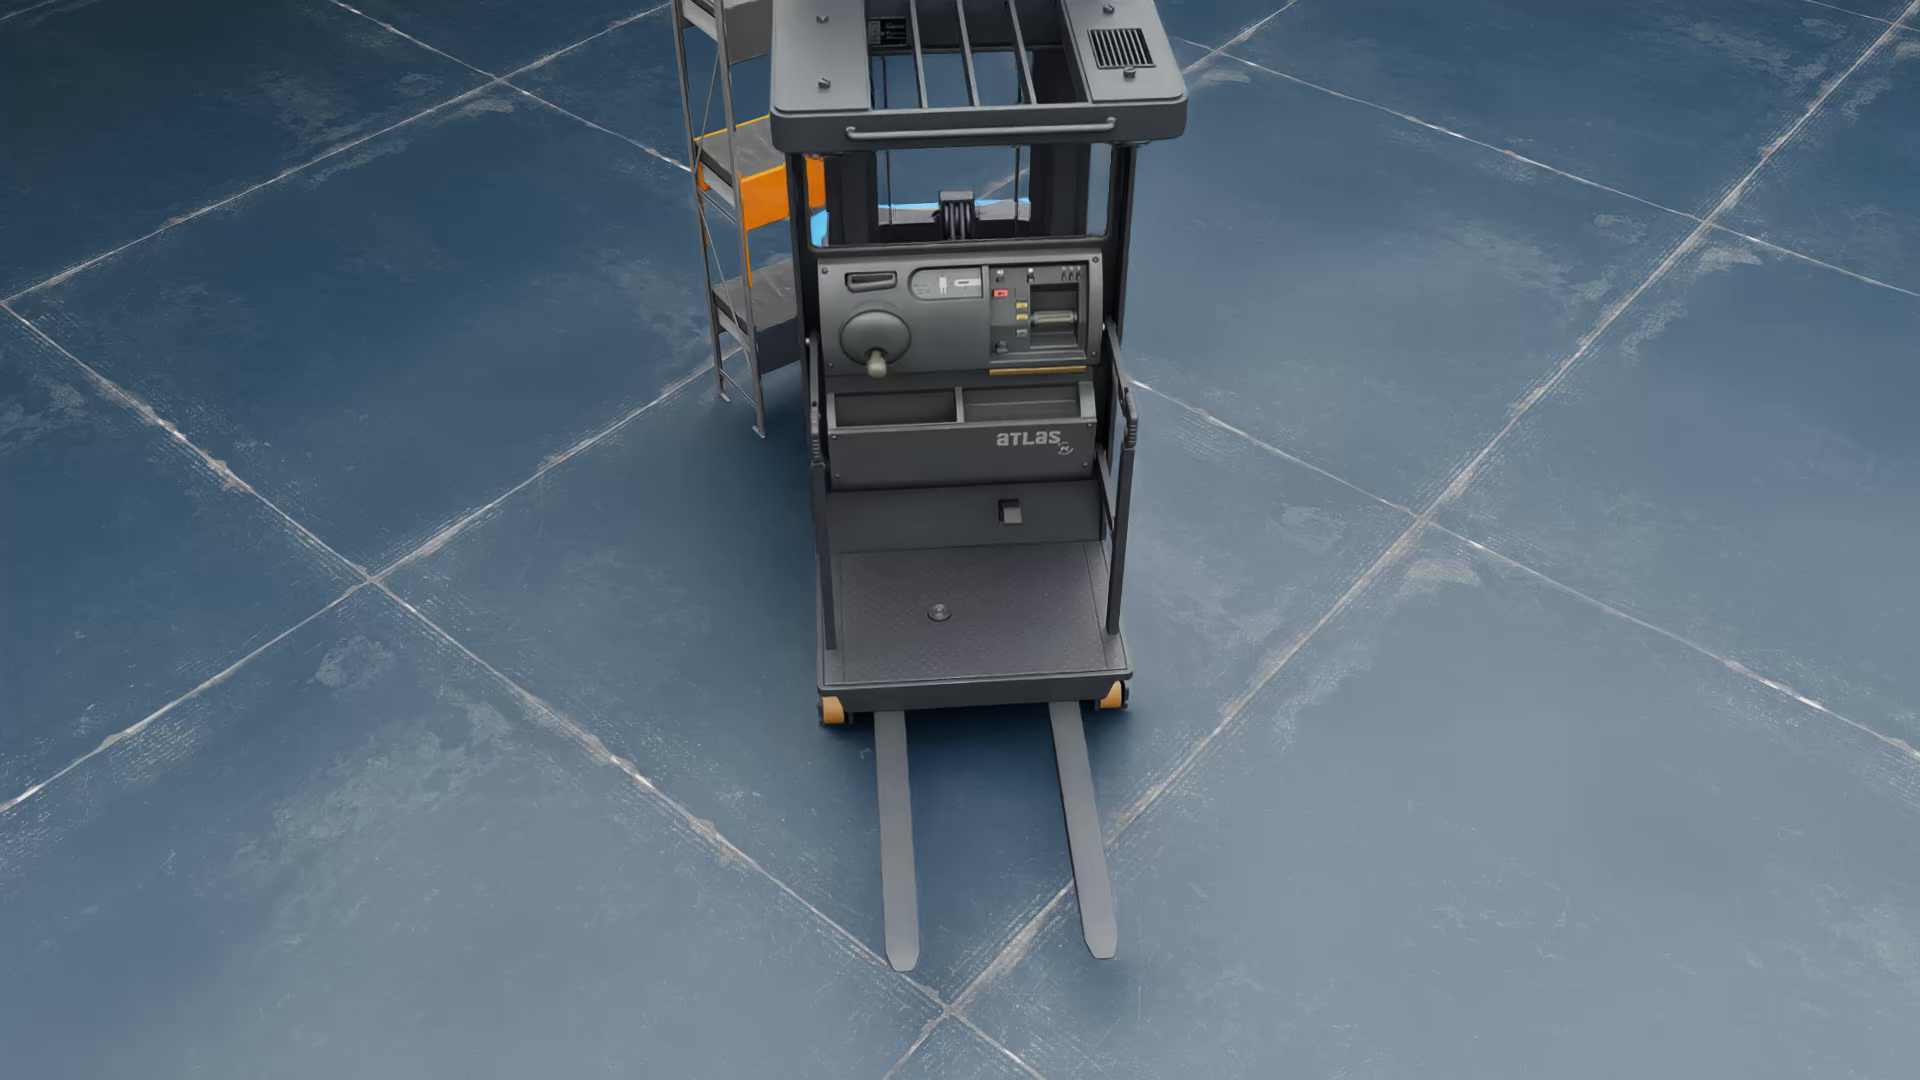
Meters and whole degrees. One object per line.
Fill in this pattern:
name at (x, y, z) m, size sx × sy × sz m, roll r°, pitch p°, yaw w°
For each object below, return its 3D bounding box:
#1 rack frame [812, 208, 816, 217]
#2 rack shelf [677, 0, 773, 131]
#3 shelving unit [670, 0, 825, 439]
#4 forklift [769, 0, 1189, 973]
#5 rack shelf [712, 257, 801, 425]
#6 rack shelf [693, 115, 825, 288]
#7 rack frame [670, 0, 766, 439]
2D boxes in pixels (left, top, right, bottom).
rack frame at (-0.567, -1.516, 6.857) m, size 0.015 × 2.100 × 0.400 m, roll -25°, pitch 48°, yaw -25°
rack shelf at (-0.767, -1.930, 6.291) m, size 0.480 × 0.518 × 0.431 m, roll -25°, pitch 48°, yaw -25°
shelving unit at (-0.767, -1.422, 6.753) m, size 0.503 × 2.100 × 0.431 m, roll -25°, pitch 48°, yaw -25°
forklift at (0.022, -0.655, 5.292) m, size 1.130 × 2.935 × 3.031 m, roll -3°, pitch 42°, yaw -3°
rack shelf at (-0.767, -0.894, 7.233) m, size 0.480 × 0.518 × 0.431 m, roll -25°, pitch 48°, yaw -25°
rack shelf at (-0.767, -1.412, 6.762) m, size 0.480 × 0.518 × 0.431 m, roll -25°, pitch 48°, yaw -25°
rack frame at (-0.967, -1.328, 6.650) m, size 0.015 × 2.100 × 0.400 m, roll -25°, pitch 48°, yaw -25°
